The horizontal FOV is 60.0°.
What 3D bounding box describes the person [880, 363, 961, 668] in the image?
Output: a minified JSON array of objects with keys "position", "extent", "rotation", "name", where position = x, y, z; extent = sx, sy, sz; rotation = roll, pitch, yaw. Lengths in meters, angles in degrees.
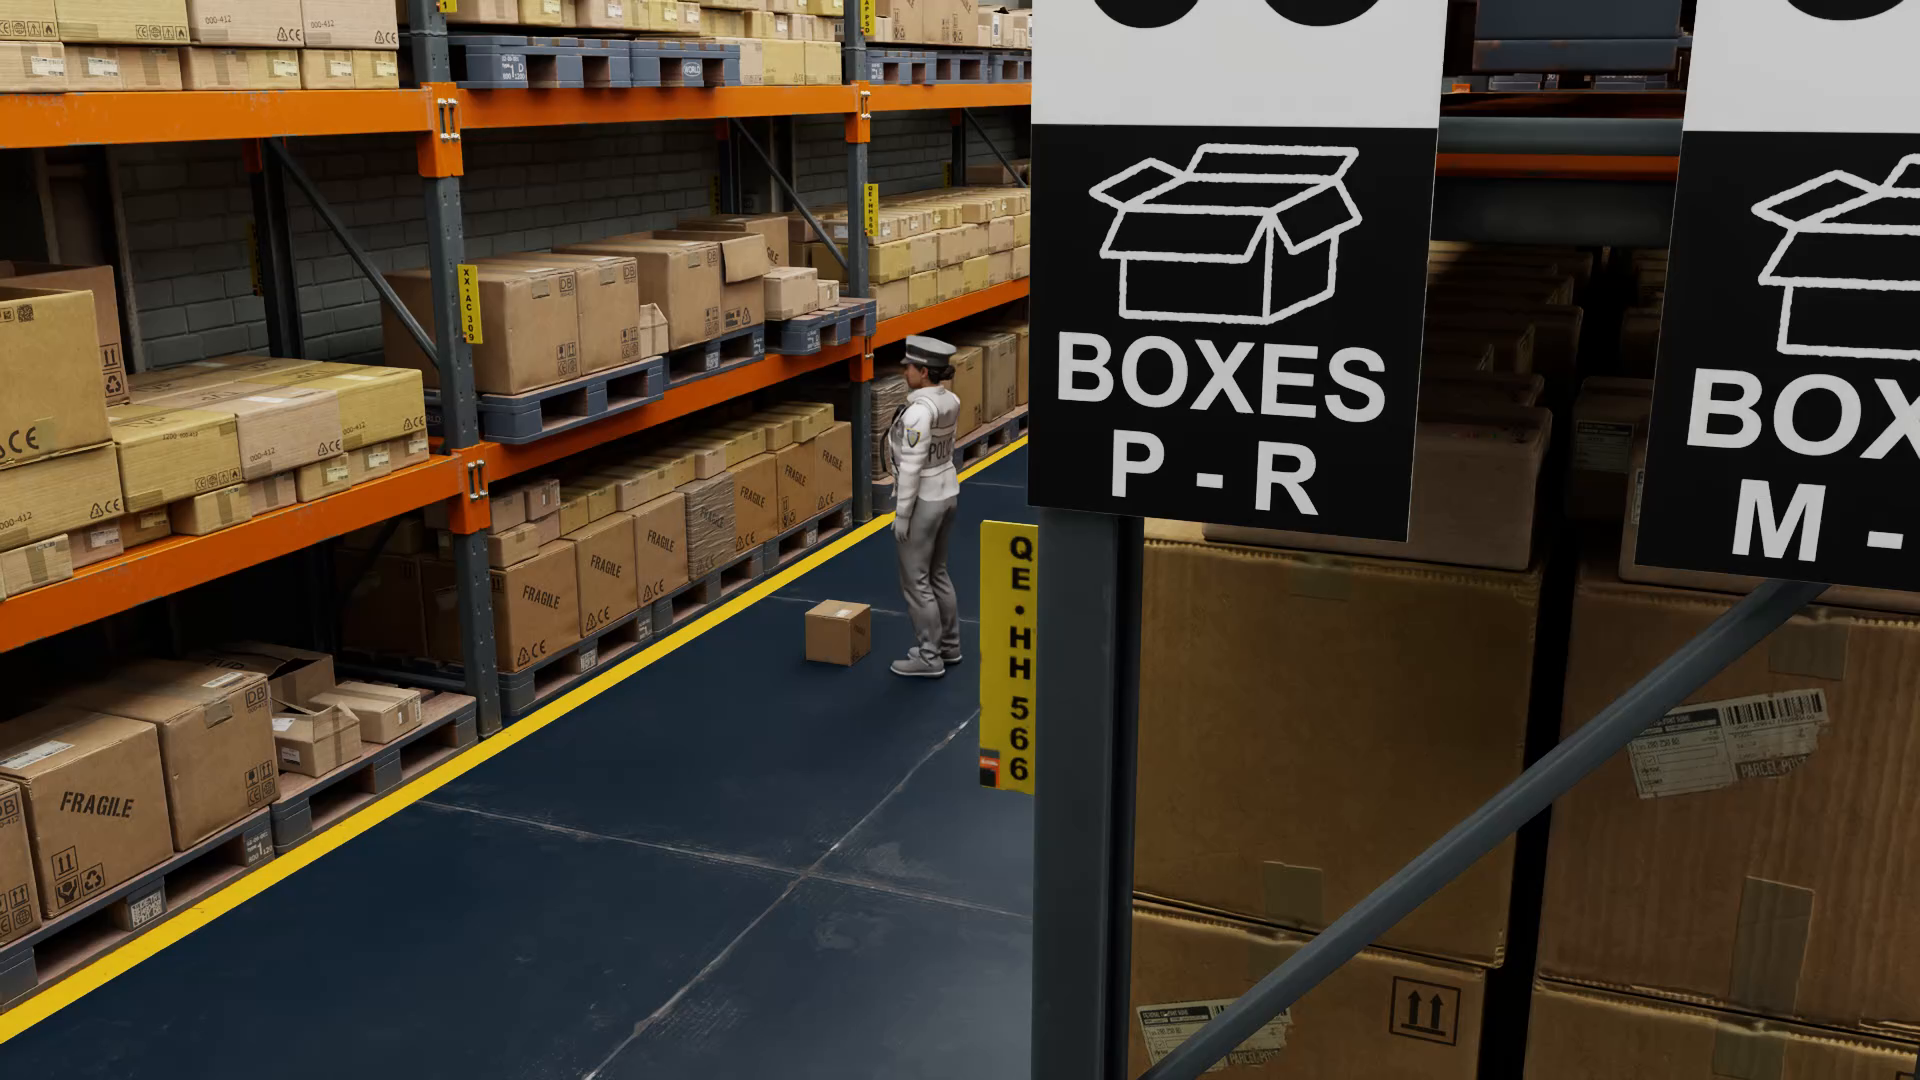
[{"position":[3.782,-0.744,9.186],"extent":[6.693,2.202,5.749],"rotation":[6,17,22],"name":"person"}]
